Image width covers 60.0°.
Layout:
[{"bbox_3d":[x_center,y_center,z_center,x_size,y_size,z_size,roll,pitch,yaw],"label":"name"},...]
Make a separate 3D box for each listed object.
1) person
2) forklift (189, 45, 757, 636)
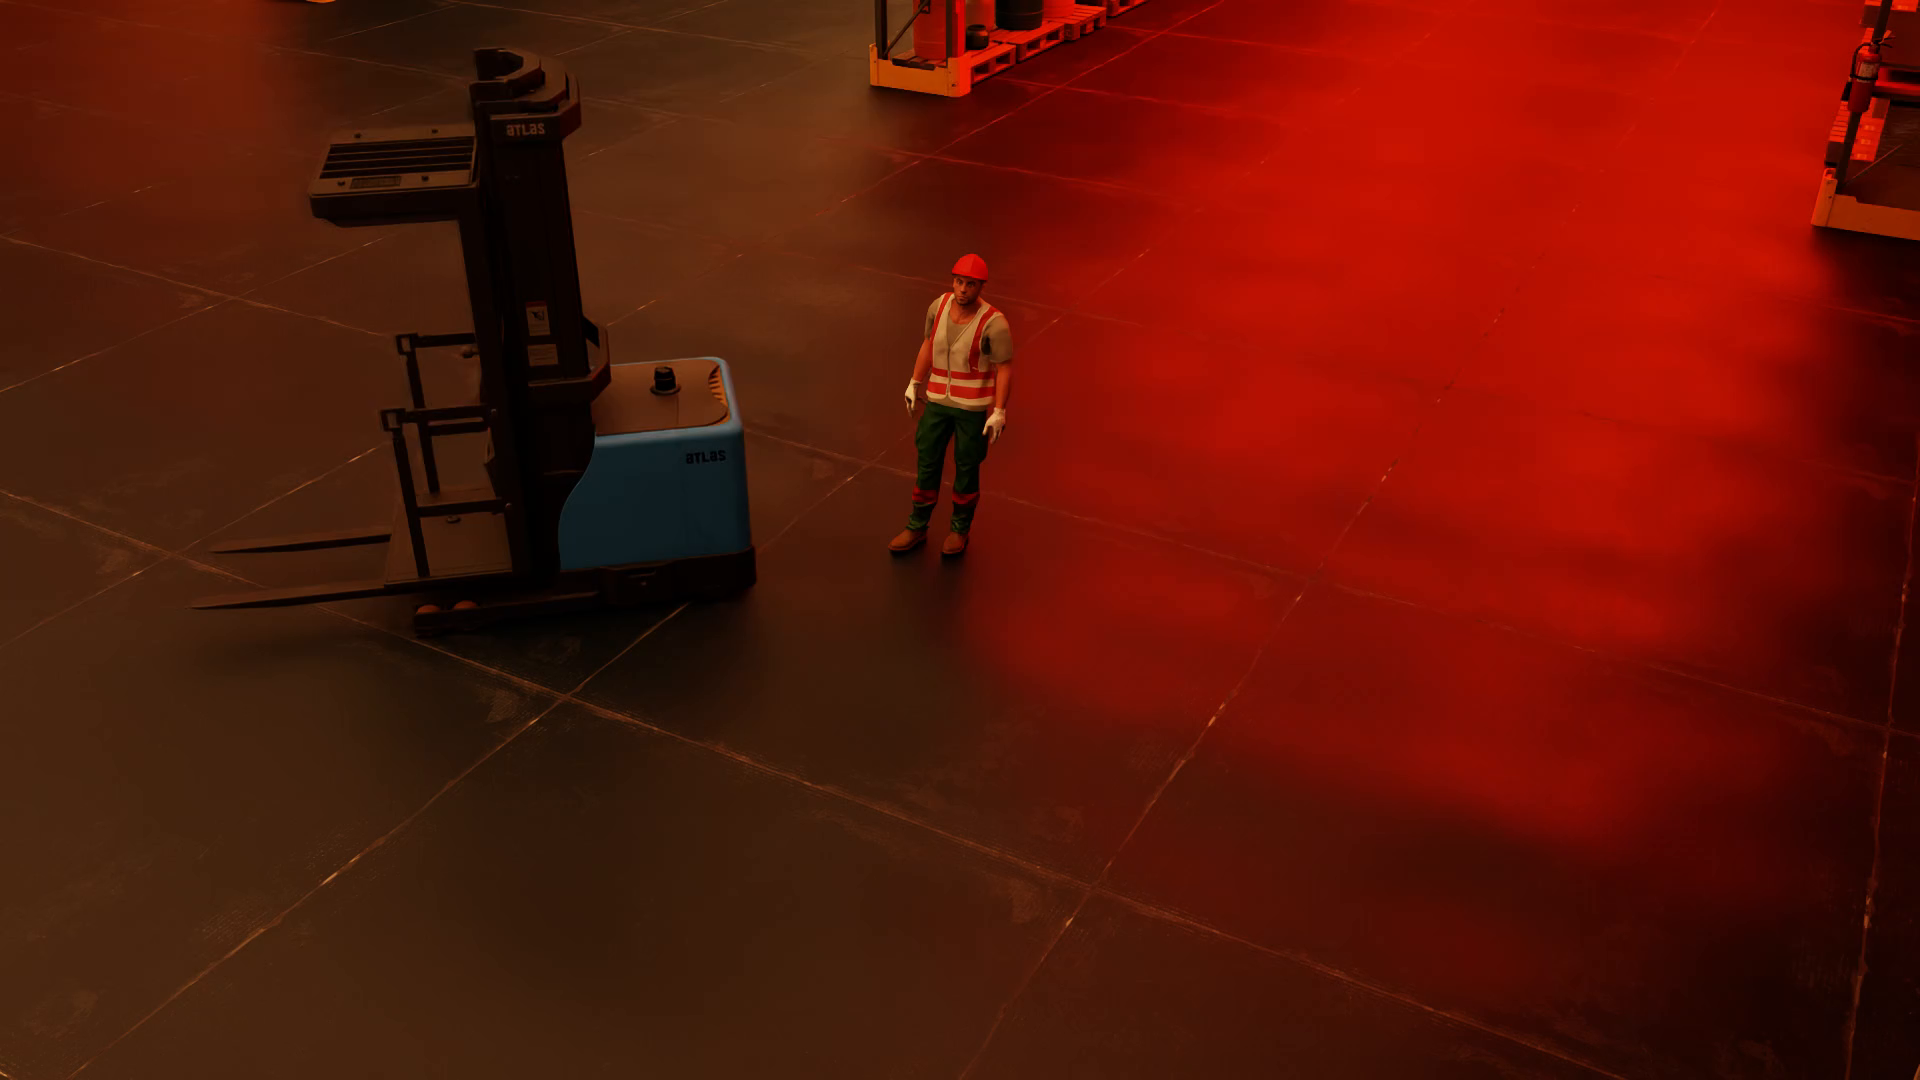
[{"bbox_3d":[-0.049,-0.749,9.496,0.638,1.787,0.564,15,33,25],"label":"person"},{"bbox_3d":[-2.729,-1.035,8.865,3.031,2.935,1.130,-6,31,-10],"label":"forklift"}]
